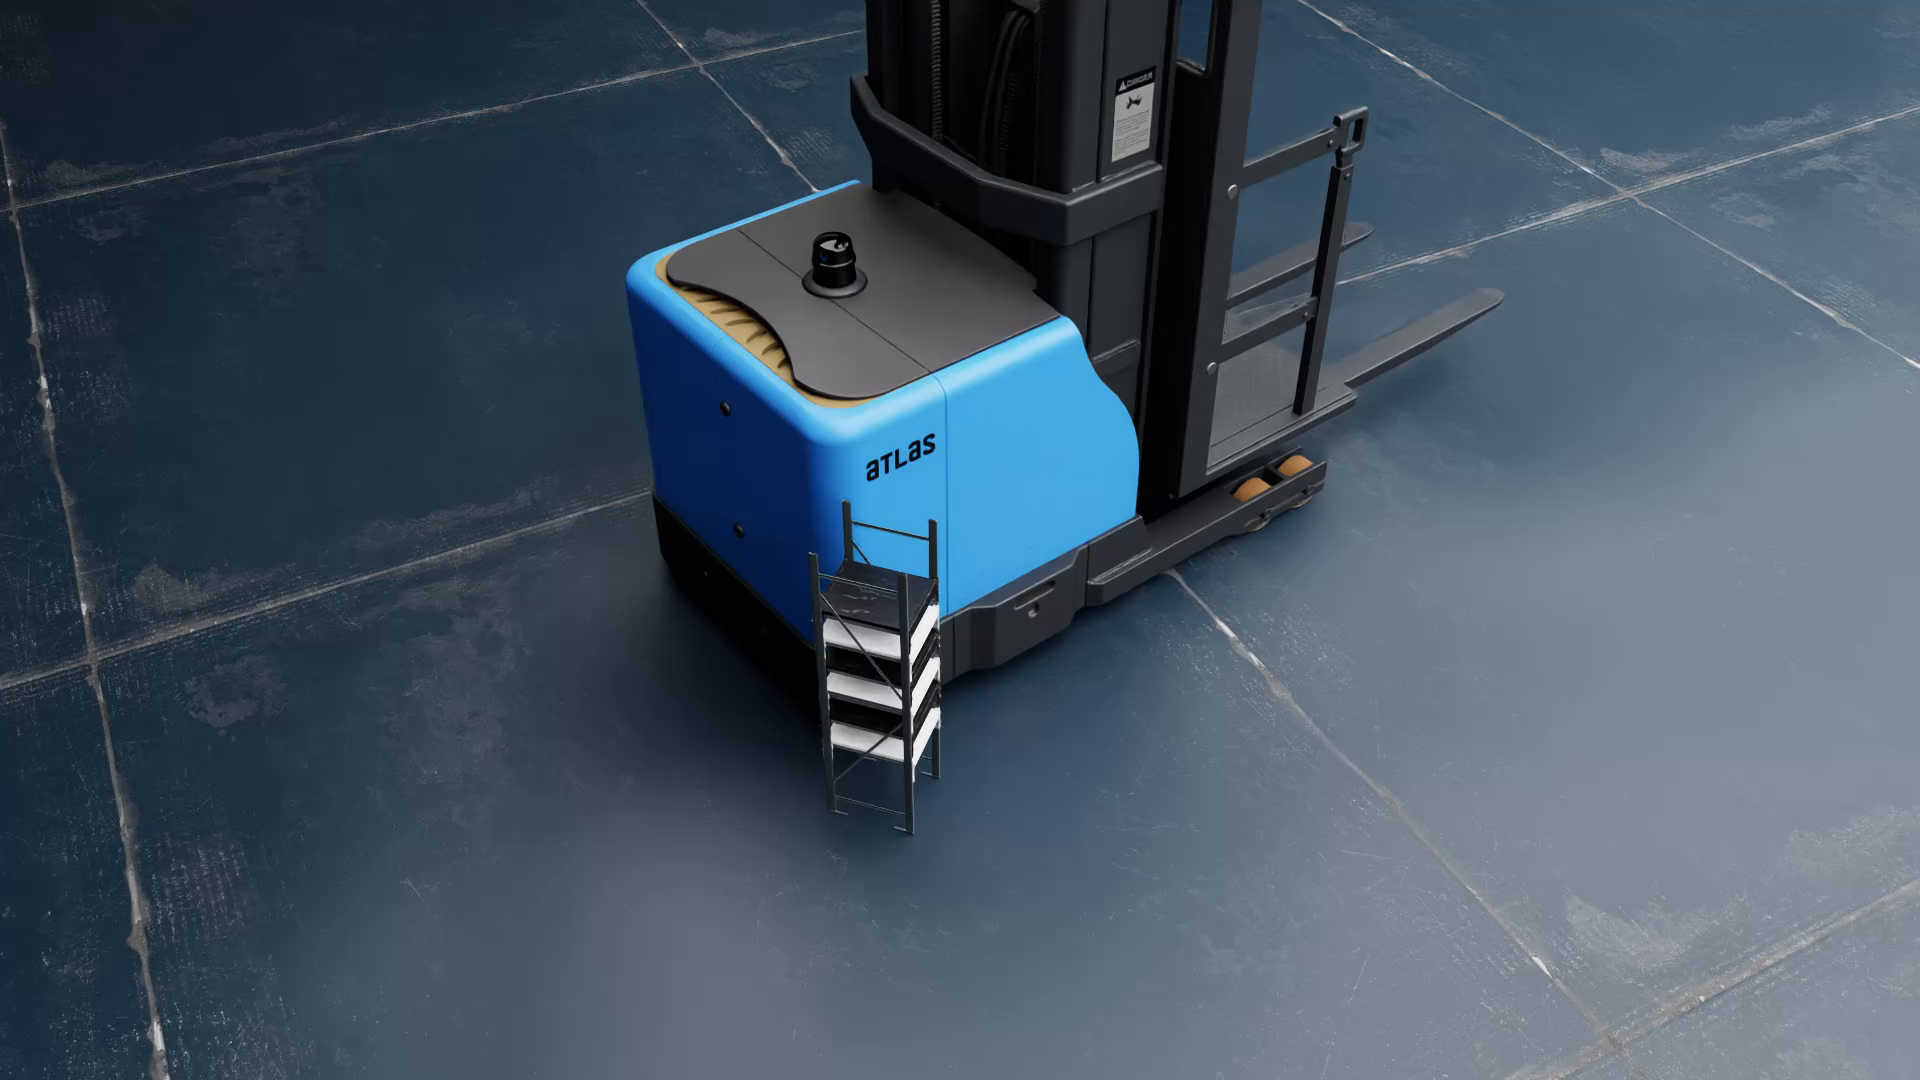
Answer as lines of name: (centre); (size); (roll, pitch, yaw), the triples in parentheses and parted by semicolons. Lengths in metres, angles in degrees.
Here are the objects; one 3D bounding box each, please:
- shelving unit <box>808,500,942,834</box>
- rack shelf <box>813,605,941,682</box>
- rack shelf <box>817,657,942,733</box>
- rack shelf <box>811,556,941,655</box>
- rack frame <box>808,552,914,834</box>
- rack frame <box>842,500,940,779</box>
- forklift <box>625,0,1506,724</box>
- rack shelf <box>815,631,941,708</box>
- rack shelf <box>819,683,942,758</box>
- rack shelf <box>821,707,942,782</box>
shelving unit: (-0.201, 0.336, 4.157); (0.258, 0.900, 0.210); (13, 42, 14)
rack shelf: (-0.201, 0.224, 4.062); (0.258, 0.077, 0.200); (13, 42, 14)
rack shelf: (-0.201, 0.361, 4.178); (0.258, 0.077, 0.200); (13, 42, 14)
rack shelf: (-0.201, 0.155, 4.004); (0.258, 0.077, 0.200); (13, 42, 14)
rack frame: (-0.234, 0.398, 4.083); (0.240, 0.900, 0.006); (13, 42, 14)
rack frame: (-0.168, 0.274, 4.230); (0.240, 0.900, 0.006); (13, 42, 14)
forklift: (0.554, -1.391, 4.625); (3.031, 2.935, 1.130); (-27, 47, -28)
rack shelf: (-0.201, 0.293, 4.120); (0.258, 0.077, 0.200); (13, 42, 14)
rack shelf: (-0.201, 0.430, 4.237); (0.258, 0.077, 0.200); (13, 42, 14)
rack shelf: (-0.201, 0.499, 4.295); (0.258, 0.077, 0.200); (13, 42, 14)
